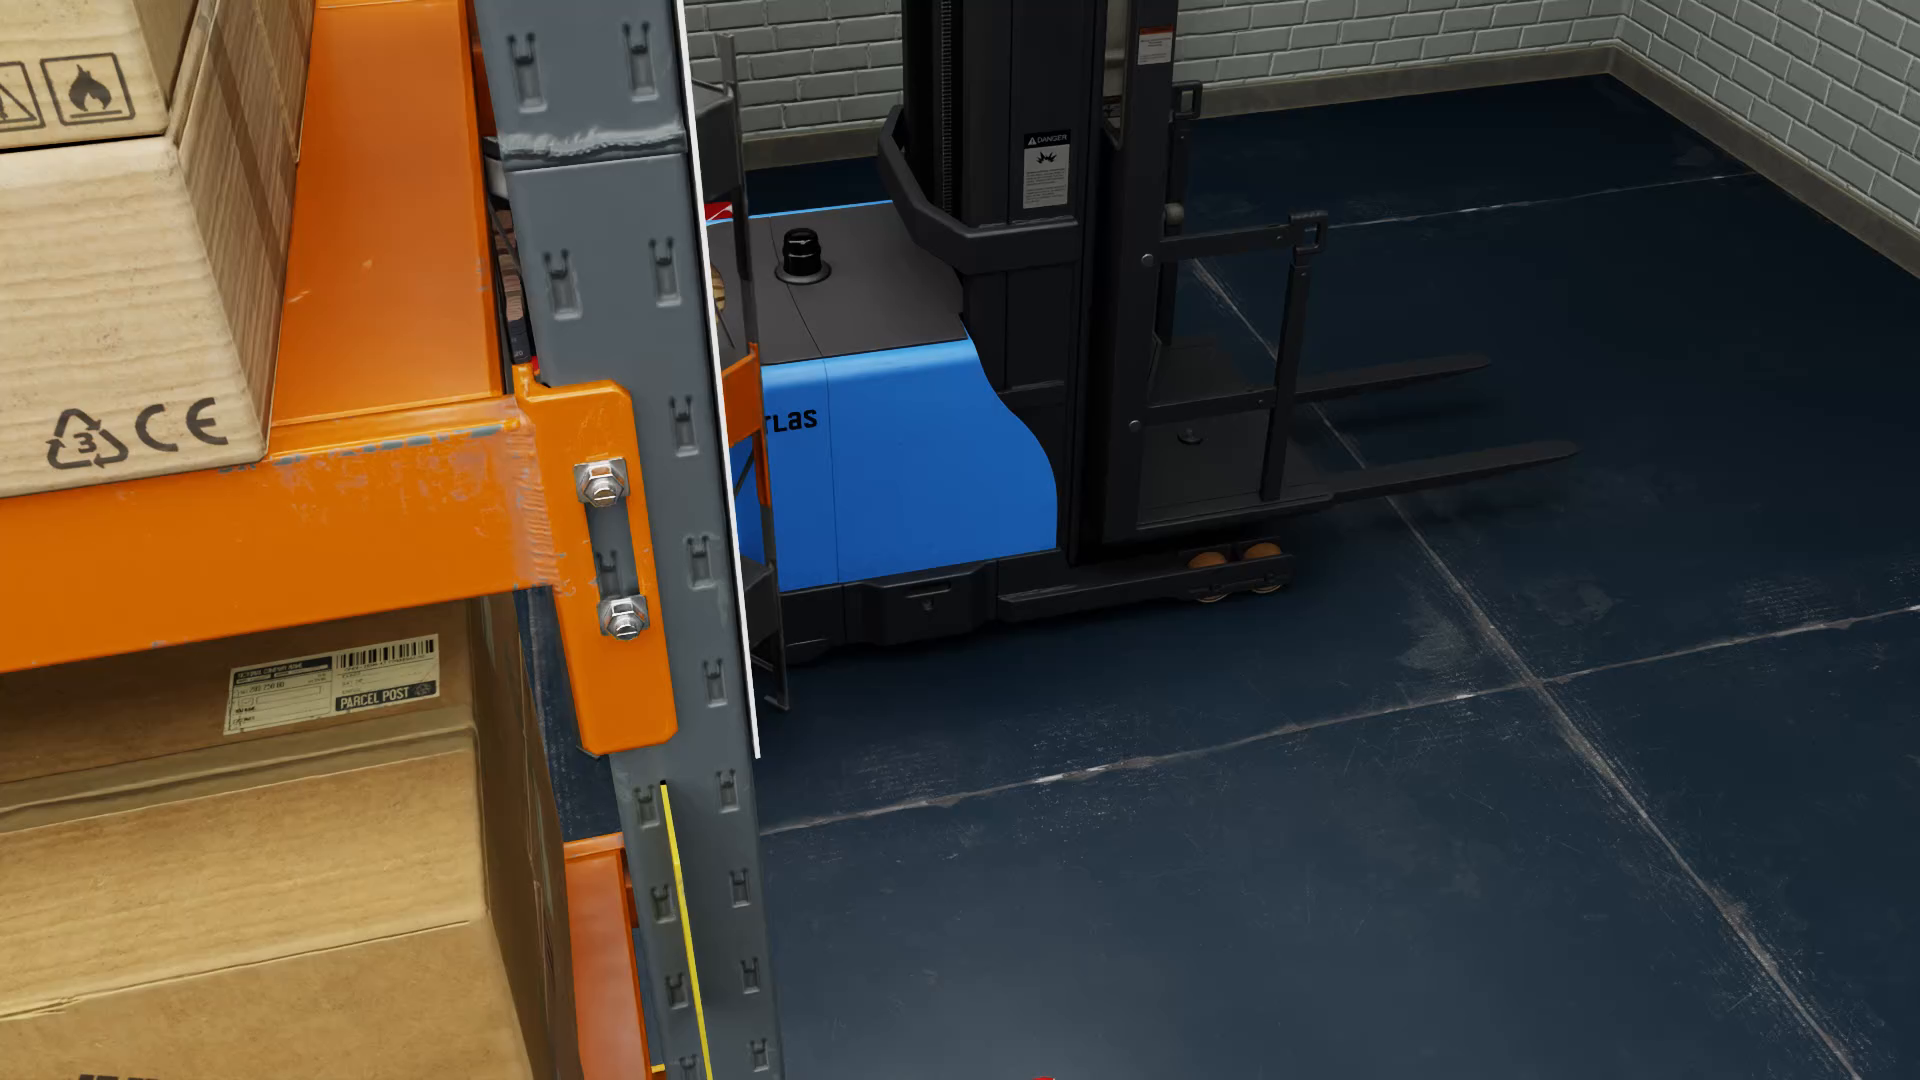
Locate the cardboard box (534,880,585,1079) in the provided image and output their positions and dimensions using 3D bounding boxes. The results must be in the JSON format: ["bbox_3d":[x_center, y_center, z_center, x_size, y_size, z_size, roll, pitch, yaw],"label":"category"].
[{"bbox_3d":[-0.744,0.827,2.118,0.500,0.500,0.500,-8,38,-11],"label":"cardboard box"}]

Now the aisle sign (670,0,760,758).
[{"bbox_3d":[-0.237,-0.228,1.439,0.004,0.787,0.394,-9,38,-12],"label":"aisle sign"}]

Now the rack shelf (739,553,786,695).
[{"bbox_3d":[-0.830,0.301,4.802,0.431,0.518,0.480,24,43,28],"label":"rack shelf"}]

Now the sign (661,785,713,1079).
[{"bbox_3d":[-0.257,0.379,1.573,0.005,0.325,0.100,-9,38,-12],"label":"sign"}]

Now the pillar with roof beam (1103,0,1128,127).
[{"bbox_3d":[1.826,-3.062,2.346,0.400,9.000,9.100,-9,38,-12],"label":"pillar with roof beam"}]

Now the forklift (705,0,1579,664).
[{"bbox_3d":[0.610,-1.261,4.986,3.031,2.935,1.130,-9,38,-12],"label":"forklift"}]

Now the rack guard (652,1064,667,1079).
[{"bbox_3d":[-0.456,1.641,3.194,0.348,0.500,1.175,-9,38,-12],"label":"rack guard"}]

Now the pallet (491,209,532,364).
[{"bbox_3d":[-2.429,-0.989,6.869,1.213,0.211,1.003,-9,38,-12],"label":"pallet"}]

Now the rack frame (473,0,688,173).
[{"bbox_3d":[-0.383,-1.747,0.627,0.127,3.000,1.000,-9,38,-12],"label":"rack frame"}]

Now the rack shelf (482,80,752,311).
[{"bbox_3d":[-0.827,-0.813,3.954,0.431,0.518,0.480,24,43,28],"label":"rack shelf"}]

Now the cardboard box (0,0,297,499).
[{"bbox_3d":[-0.810,-0.260,1.276,0.500,0.250,0.500,-9,38,-12],"label":"cardboard box"}]

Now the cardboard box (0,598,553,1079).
[{"bbox_3d":[-0.741,0.431,1.813,0.500,0.500,0.500,-10,38,-12],"label":"cardboard box"}]

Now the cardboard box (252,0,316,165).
[{"bbox_3d":[-0.945,-0.564,1.673,0.500,0.250,0.500,-9,38,-12],"label":"cardboard box"}]

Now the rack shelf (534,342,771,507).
[{"bbox_3d":[-0.828,-0.256,4.378,0.431,0.518,0.480,24,43,28],"label":"rack shelf"}]

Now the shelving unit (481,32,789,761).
[{"bbox_3d":[-0.828,-0.267,4.370,0.431,2.100,0.503,24,43,28],"label":"shelving unit"}]

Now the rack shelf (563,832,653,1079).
[{"bbox_3d":[-2.313,1.238,2.254,4.000,0.370,1.077,-9,38,-12],"label":"rack shelf"}]

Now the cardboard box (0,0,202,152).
[{"bbox_3d":[-0.812,-0.464,1.130,0.500,0.250,0.500,-9,38,-12],"label":"cardboard box"}]

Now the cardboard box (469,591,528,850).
[{"bbox_3d":[-0.880,0.115,2.226,0.500,0.500,0.500,-8,38,-11],"label":"cardboard box"}]

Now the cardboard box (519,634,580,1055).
[{"bbox_3d":[-0.880,0.512,2.530,0.500,0.500,0.500,-9,38,-11],"label":"cardboard box"}]

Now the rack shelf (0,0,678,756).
[{"bbox_3d":[-2.313,0.047,1.343,4.000,0.370,1.077,-9,38,-12],"label":"rack shelf"}]

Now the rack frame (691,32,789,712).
[{"bbox_3d":[-0.685,-0.386,4.527,0.400,2.100,0.015,24,43,28],"label":"rack frame"}]

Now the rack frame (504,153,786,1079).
[{"bbox_3d":[-0.383,0.636,2.450,0.127,3.000,1.000,-9,38,-12],"label":"rack frame"}]

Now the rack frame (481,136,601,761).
[{"bbox_3d":[-0.972,-0.148,4.213,0.400,2.100,0.015,24,43,28],"label":"rack frame"}]
